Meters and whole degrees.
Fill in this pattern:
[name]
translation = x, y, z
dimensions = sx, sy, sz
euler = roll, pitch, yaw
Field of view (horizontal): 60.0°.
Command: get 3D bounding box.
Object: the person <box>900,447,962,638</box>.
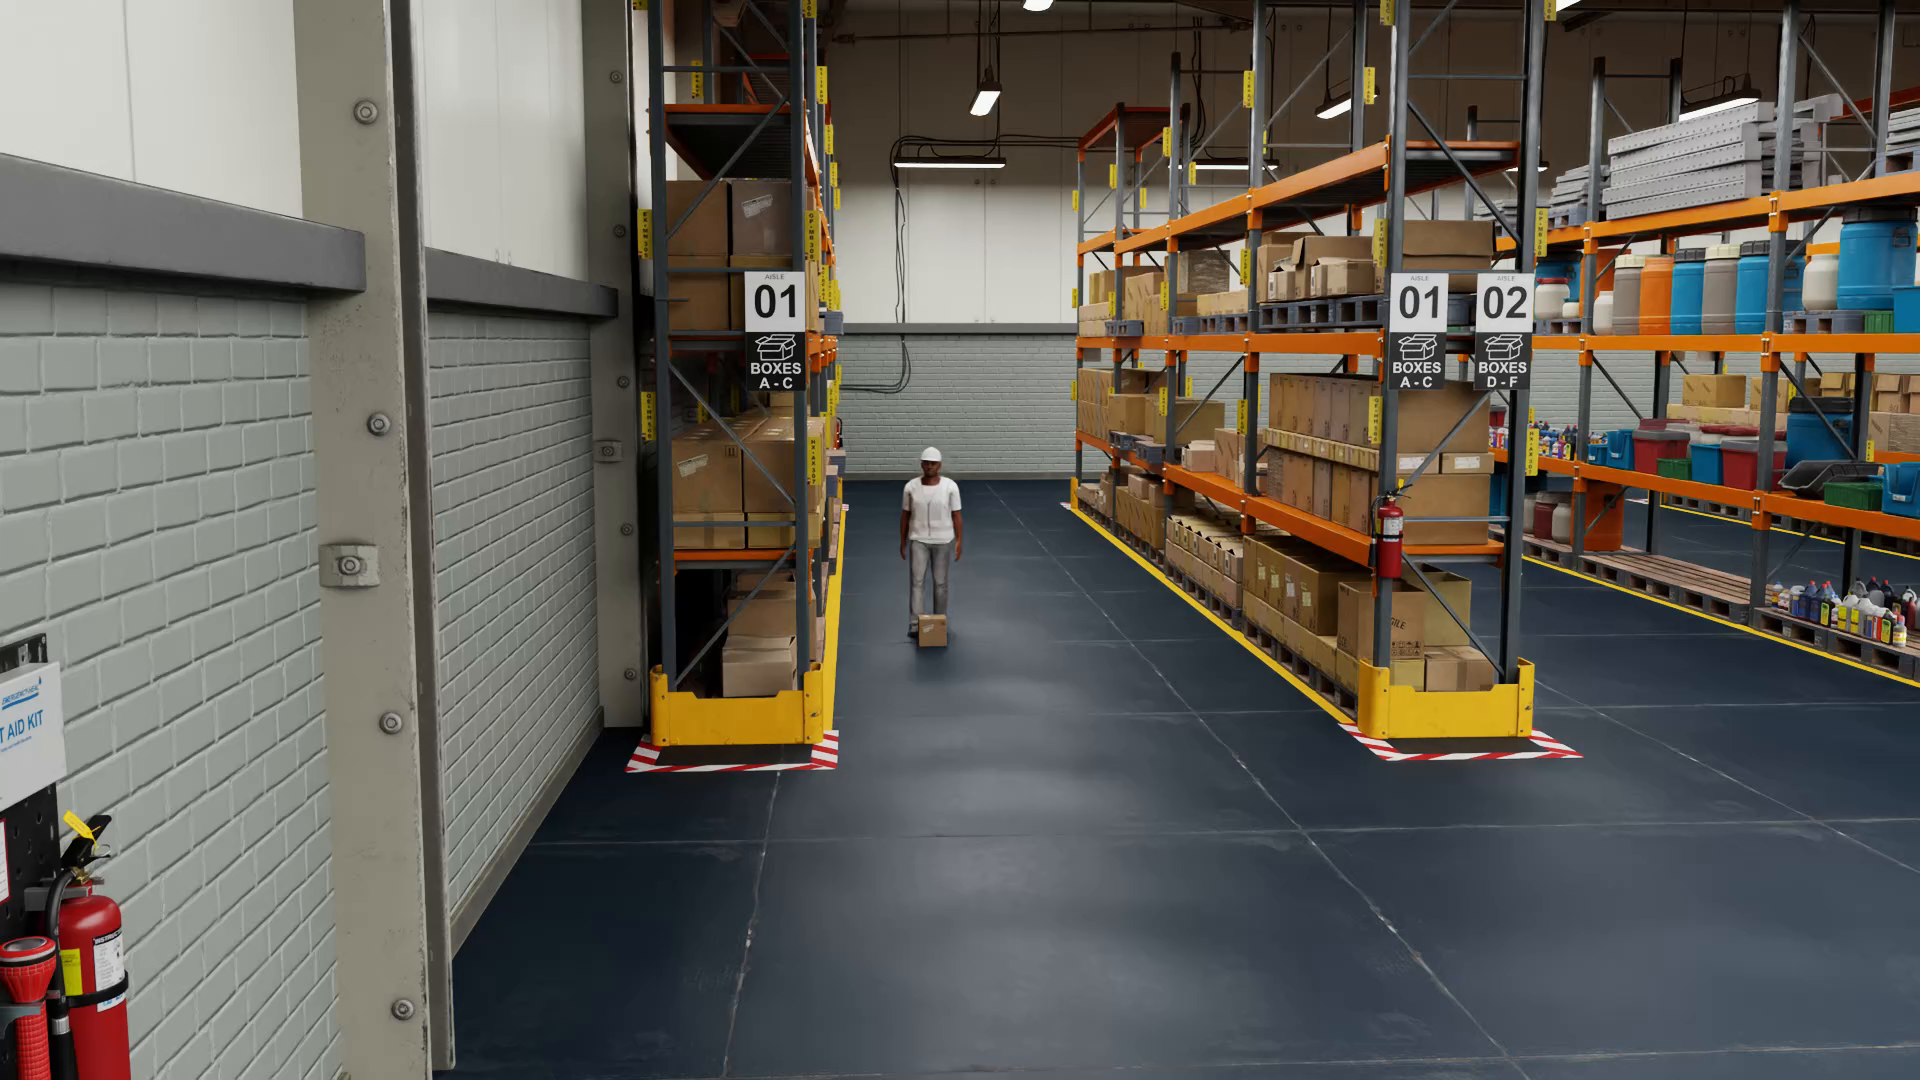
[person]
translation = -0.280, 0.026, 15.420
dimensions = 0.590, 1.756, 0.741
euler = 0, 7, 4
